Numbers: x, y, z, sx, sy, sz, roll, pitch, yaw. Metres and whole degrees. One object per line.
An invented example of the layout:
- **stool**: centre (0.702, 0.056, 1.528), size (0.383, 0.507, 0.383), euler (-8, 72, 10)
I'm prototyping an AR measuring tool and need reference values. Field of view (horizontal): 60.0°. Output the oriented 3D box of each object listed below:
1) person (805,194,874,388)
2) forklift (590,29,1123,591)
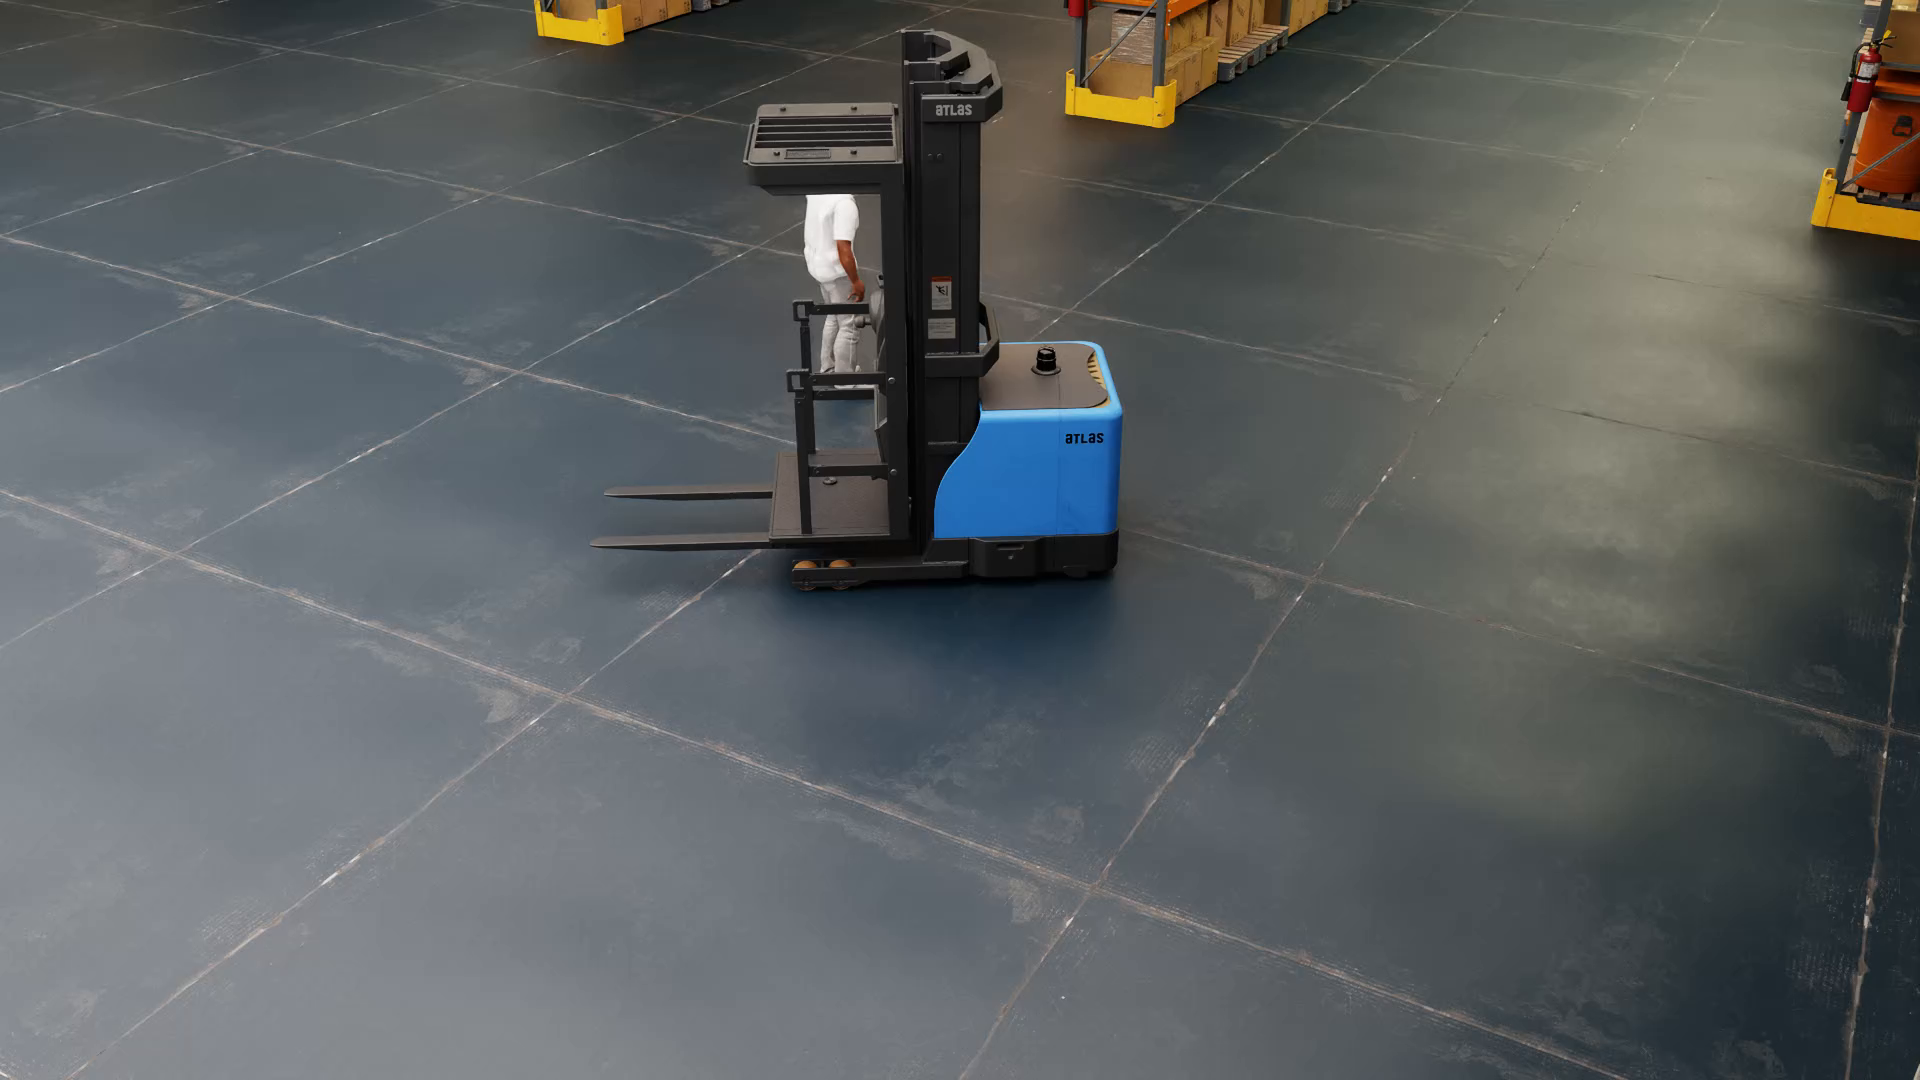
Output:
- **person**: centre (-0.819, -1.875, 11.494), size (0.458, 1.761, 0.626), euler (-11, 32, -19)
- **forklift**: centre (-0.624, -1.253, 9.241), size (3.031, 2.935, 1.130), euler (-2, 30, -3)
